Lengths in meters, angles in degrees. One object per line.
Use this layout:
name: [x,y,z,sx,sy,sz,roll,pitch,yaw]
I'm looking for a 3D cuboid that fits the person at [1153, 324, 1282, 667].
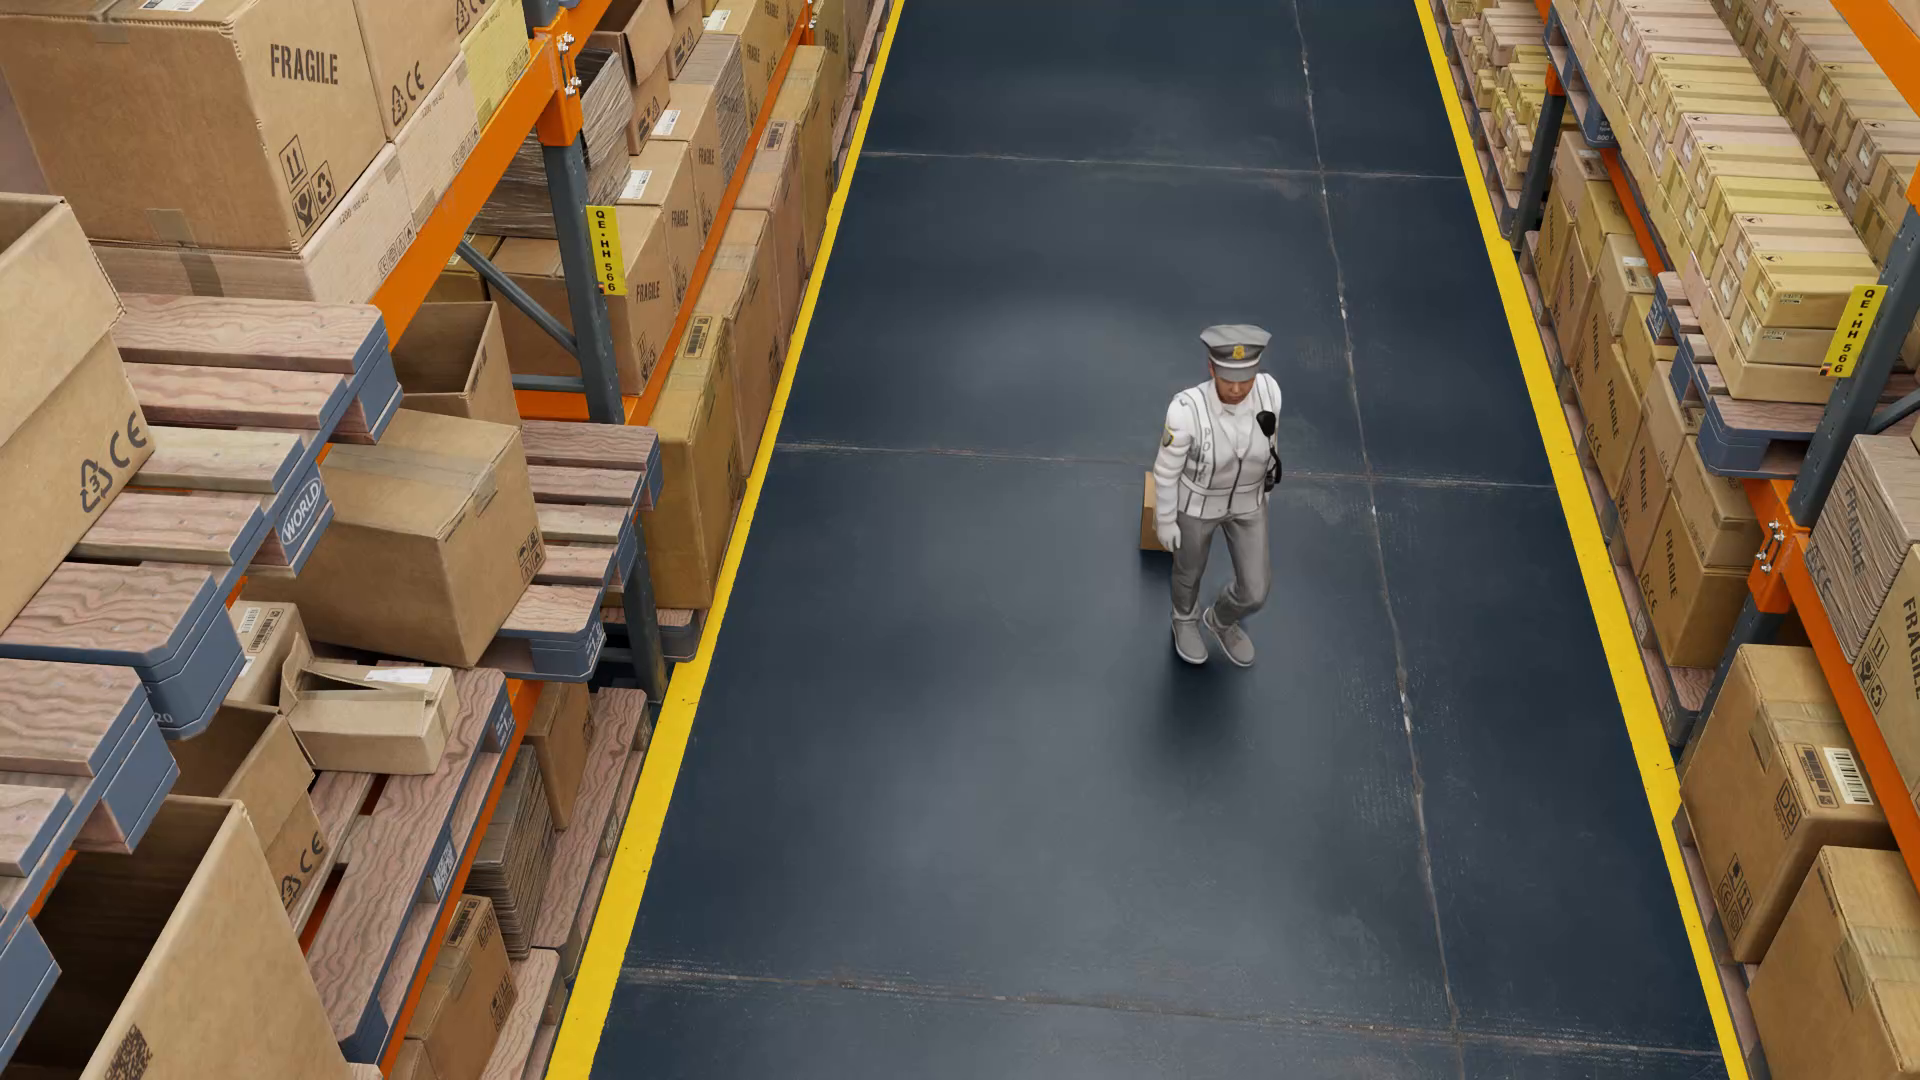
person: [0.960,-0.145,6.286,0.513,1.660,0.483,-6,41,-8]
